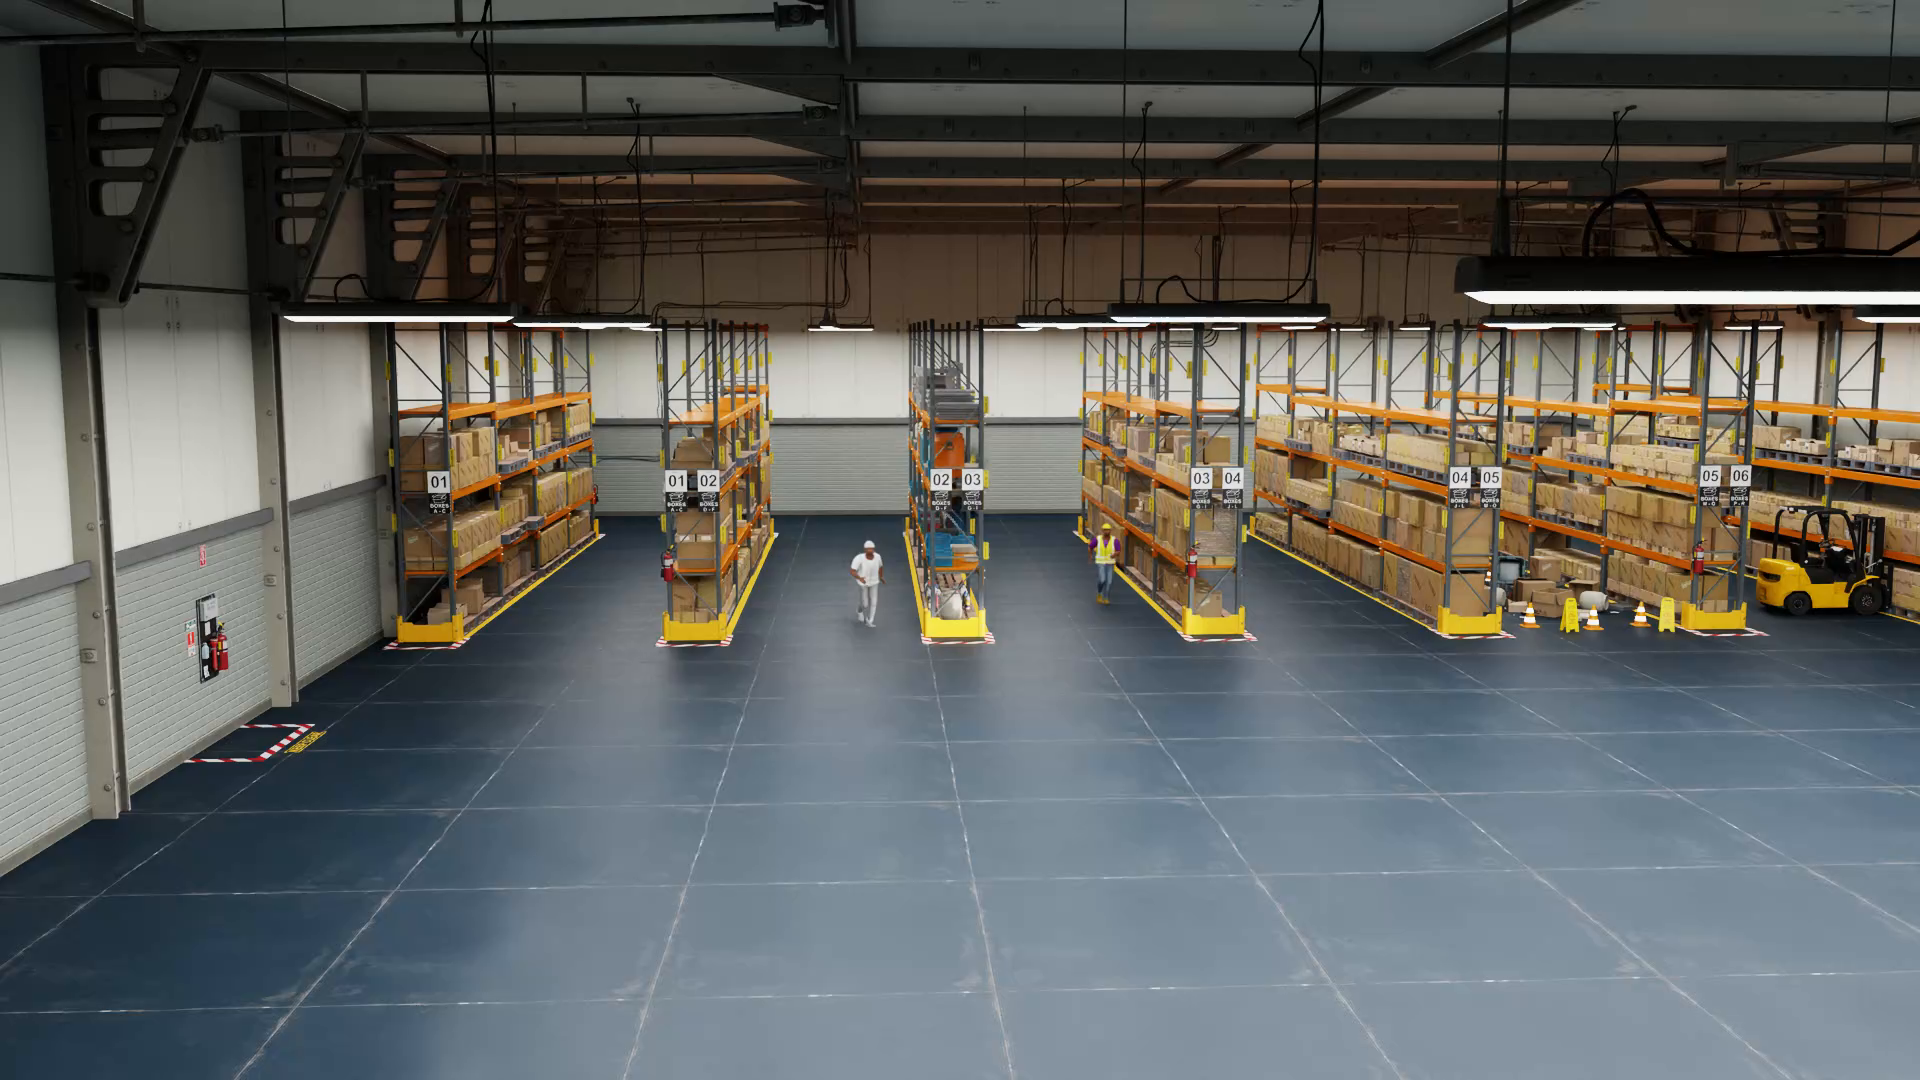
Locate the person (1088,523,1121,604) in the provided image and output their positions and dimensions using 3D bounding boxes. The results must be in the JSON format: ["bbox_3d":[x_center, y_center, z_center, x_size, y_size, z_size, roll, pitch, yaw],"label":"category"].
[{"bbox_3d":[3.082,0.506,35.171,0.672,1.721,0.662,-1,7,-5],"label":"person"}]

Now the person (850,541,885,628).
[{"bbox_3d":[-1.826,0.856,32.663,0.701,1.714,0.715,-3,8,-21],"label":"person"}]
